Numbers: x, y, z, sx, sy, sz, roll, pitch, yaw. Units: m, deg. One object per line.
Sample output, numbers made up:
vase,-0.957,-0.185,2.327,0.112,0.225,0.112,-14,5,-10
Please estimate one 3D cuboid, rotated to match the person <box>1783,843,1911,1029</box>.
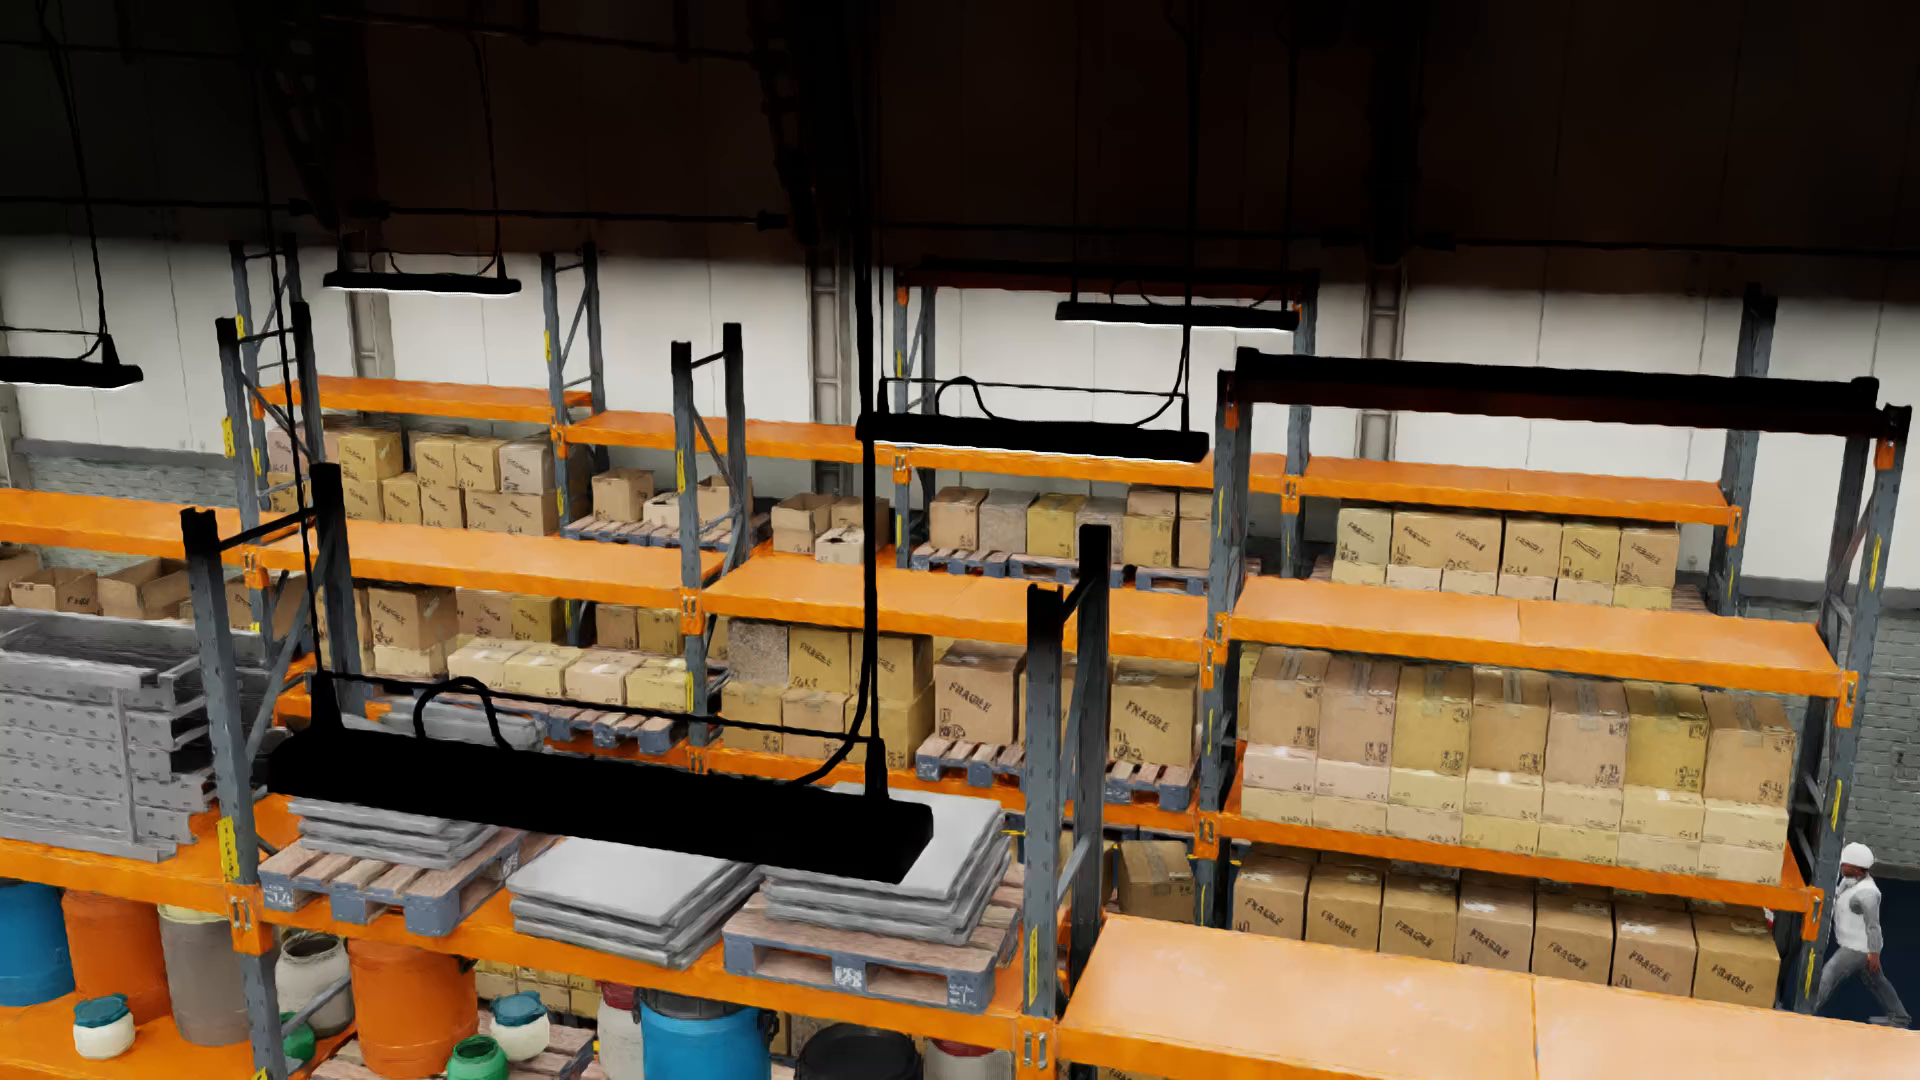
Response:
person,7.530,3.346,14.049,1.115,1.698,0.543,6,17,19
